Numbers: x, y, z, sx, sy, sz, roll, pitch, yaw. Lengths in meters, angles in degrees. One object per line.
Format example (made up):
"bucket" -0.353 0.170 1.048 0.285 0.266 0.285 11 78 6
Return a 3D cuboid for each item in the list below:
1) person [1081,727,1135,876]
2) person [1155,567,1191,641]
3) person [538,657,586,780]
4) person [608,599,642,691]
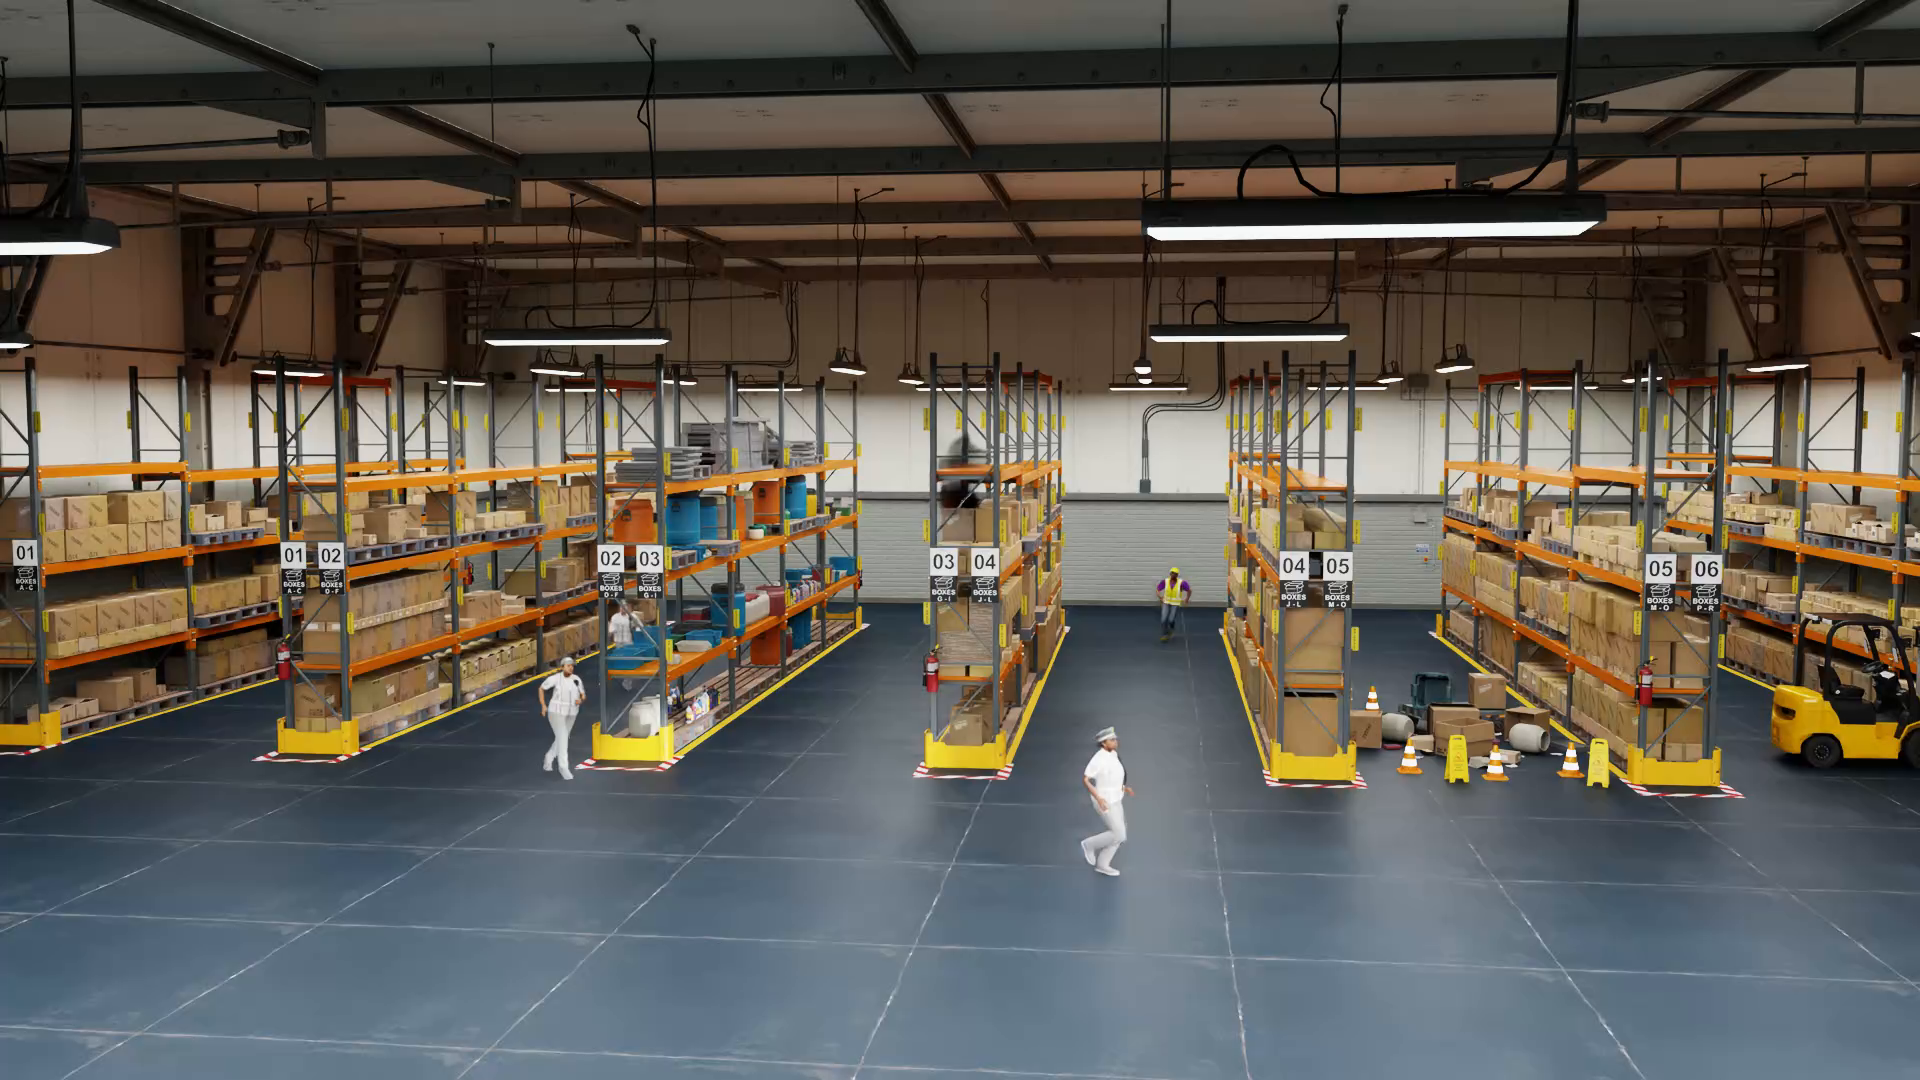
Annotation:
"person" 1.647 2.879 18.377 0.558 1.654 0.574 2 5 30
"person" 4.848 1.466 37.999 0.804 1.700 0.533 1 4 17
"person" -5.598 2.501 23.633 0.615 1.659 0.861 -4 5 -42
"person" -6.297 1.955 31.206 0.591 1.736 0.684 0 4 0
